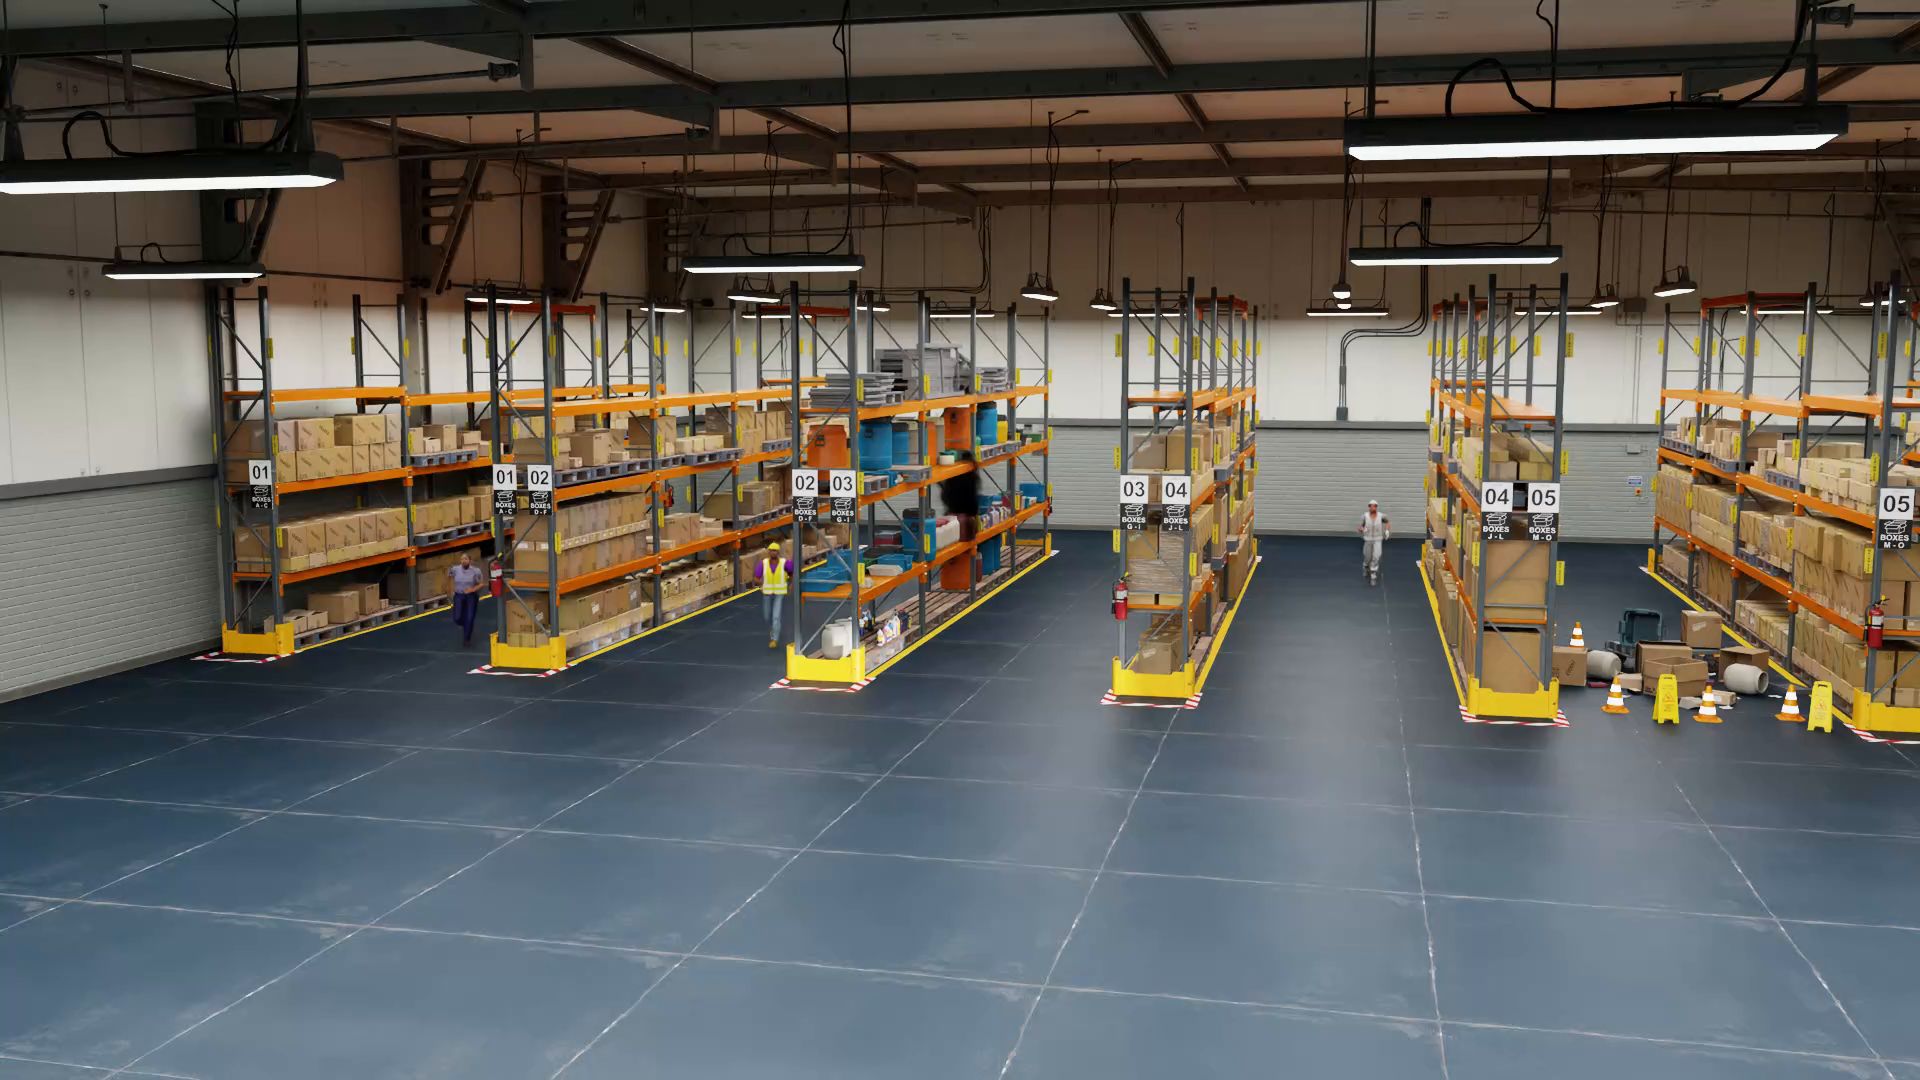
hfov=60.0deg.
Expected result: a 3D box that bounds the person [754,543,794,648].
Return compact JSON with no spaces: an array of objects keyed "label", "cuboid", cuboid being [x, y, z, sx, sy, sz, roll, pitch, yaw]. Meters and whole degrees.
[{"label":"person","cuboid":[-3.128,0.907,28.090,0.715,1.741,0.822,0,7,4]}]

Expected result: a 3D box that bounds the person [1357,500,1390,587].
[{"label":"person","cuboid":[8.820,0.034,35.502,0.671,1.797,1.001,2,7,15]}]

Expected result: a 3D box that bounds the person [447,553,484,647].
[{"label":"person","cuboid":[-8.351,1.017,28.035,0.645,1.589,0.623,0,7,-4]}]
